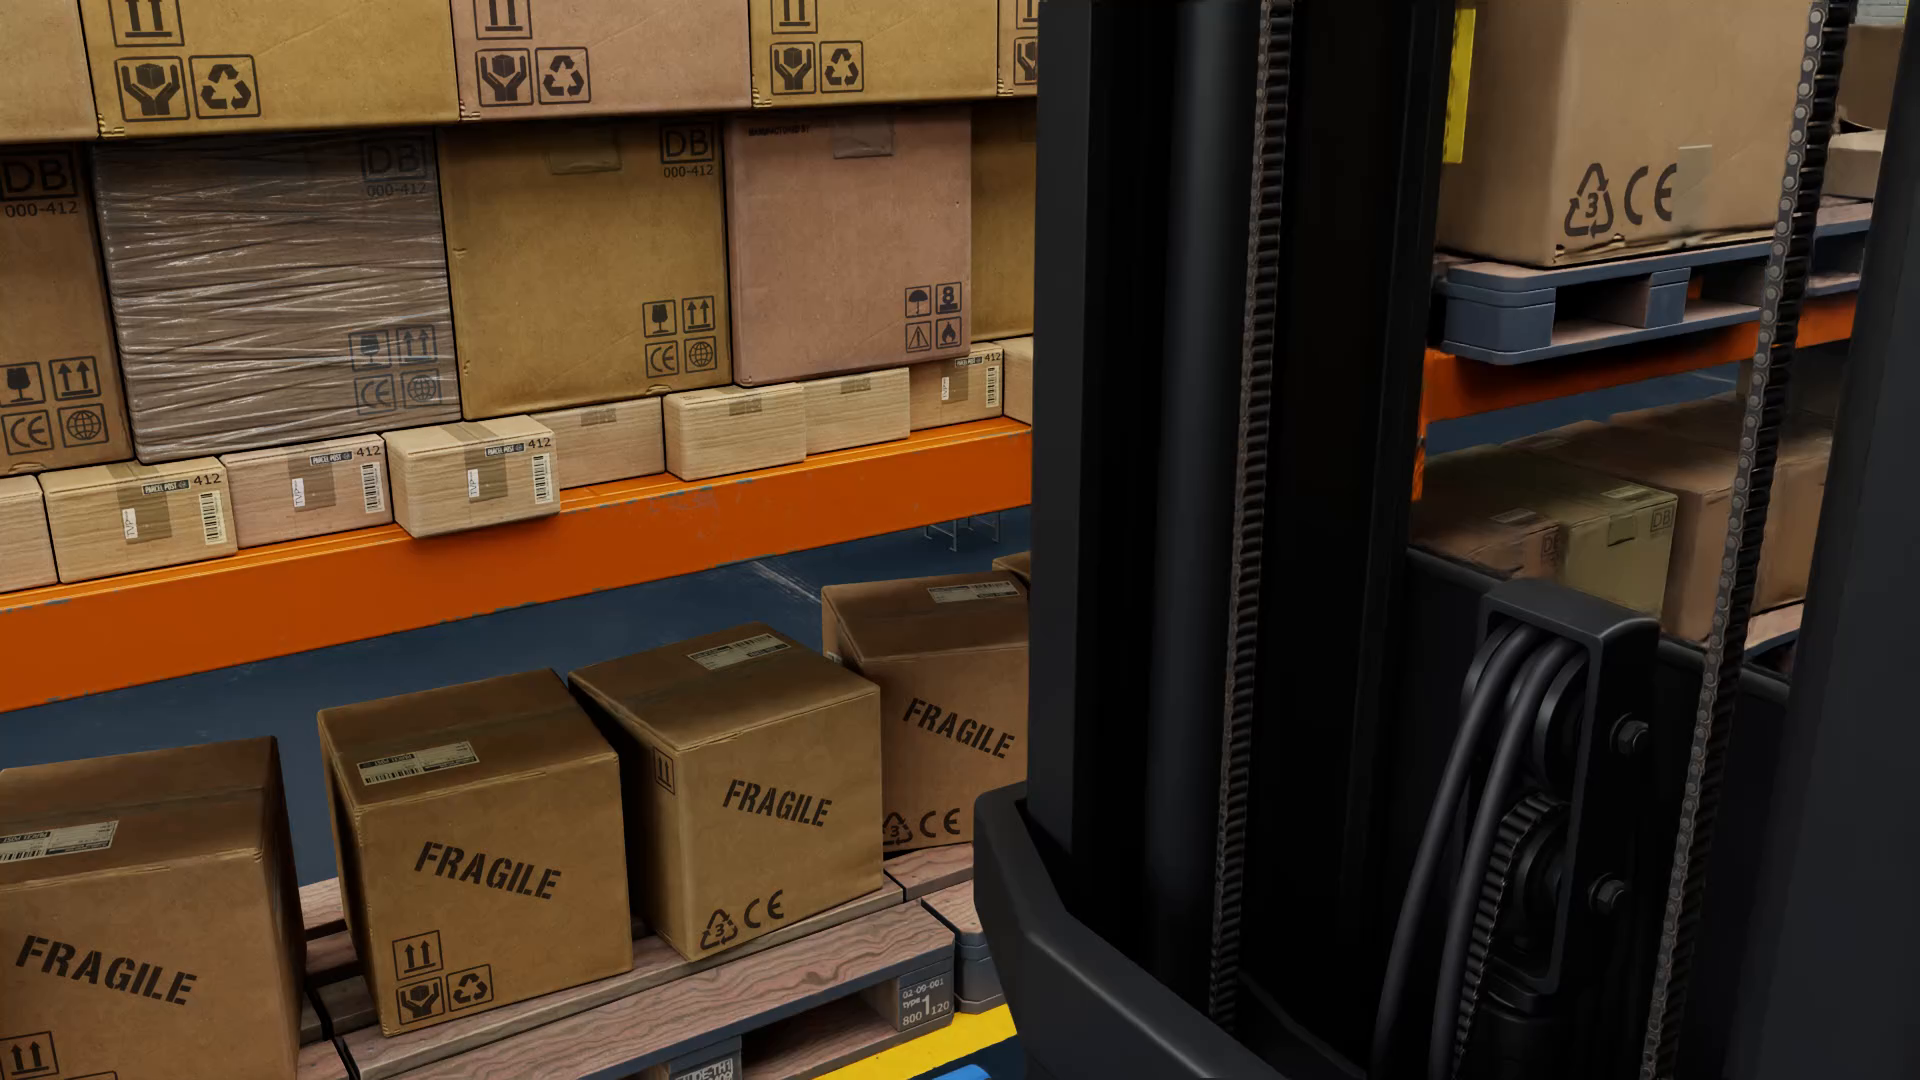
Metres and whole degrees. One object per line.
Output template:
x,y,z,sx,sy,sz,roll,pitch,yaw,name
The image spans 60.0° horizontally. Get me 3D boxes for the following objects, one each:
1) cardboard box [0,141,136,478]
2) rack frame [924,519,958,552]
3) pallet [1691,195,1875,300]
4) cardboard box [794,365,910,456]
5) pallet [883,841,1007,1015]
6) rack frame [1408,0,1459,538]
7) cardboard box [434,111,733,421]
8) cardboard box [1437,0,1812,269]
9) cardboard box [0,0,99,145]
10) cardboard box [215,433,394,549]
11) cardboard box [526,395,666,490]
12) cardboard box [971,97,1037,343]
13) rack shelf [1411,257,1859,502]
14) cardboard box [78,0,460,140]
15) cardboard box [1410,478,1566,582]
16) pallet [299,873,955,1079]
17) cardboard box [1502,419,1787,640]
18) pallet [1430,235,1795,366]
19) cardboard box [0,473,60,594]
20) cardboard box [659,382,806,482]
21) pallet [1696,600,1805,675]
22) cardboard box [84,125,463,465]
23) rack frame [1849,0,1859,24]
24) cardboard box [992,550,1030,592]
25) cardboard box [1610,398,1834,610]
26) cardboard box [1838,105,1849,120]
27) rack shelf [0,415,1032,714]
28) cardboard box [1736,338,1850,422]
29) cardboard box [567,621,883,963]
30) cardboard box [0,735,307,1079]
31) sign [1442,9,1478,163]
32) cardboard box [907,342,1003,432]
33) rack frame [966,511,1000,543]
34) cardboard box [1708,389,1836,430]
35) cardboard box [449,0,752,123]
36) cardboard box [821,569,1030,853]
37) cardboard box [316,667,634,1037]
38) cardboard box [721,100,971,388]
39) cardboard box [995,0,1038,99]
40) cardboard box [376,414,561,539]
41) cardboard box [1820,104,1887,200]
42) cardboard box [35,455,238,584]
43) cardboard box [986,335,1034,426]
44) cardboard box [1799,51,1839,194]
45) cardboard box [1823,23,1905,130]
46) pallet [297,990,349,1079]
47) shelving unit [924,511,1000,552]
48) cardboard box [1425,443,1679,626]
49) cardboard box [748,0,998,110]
-1.729,-0.434,2.723,0.500,0.500,0.875,-12,22,-31,cardboard box
-0.078,-0.410,6.552,0.006,0.900,0.240,-12,22,-31,rack frame
2.495,-0.994,5.301,1.213,0.211,1.003,-12,22,-31,pallet
-0.304,-0.298,3.334,0.250,0.149,0.380,-12,22,-31,cardboard box
0.244,0.709,4.319,1.213,0.211,1.003,-12,22,-31,pallet
0.786,-0.740,4.250,0.127,3.000,1.000,-12,22,-31,rack frame
-0.864,-0.595,3.201,0.500,0.500,0.875,-12,22,-31,cardboard box
1.526,-1.326,4.390,1.000,1.000,1.000,-12,22,-31,cardboard box
-1.524,-0.808,2.268,0.500,0.500,0.500,-12,22,-31,cardboard box
-1.146,-0.125,2.823,0.250,0.149,0.380,-12,22,-31,cardboard box
-0.744,-0.221,3.106,0.250,0.149,0.380,-12,22,-31,cardboard box
-0.061,-0.787,3.769,0.500,0.500,0.875,-12,22,-31,cardboard box
2.456,-0.752,5.408,4.000,0.370,1.077,-12,22,-31,rack shelf
-1.108,-0.896,2.530,0.500,0.500,0.500,-12,22,-31,cardboard box
1.310,0.133,4.883,0.500,0.500,0.700,-14,23,-36,cardboard box
-0.776,0.925,3.680,1.213,0.211,1.003,-12,22,-31,pallet
2.186,-0.044,5.409,0.500,0.500,0.700,-14,23,-36,cardboard box
1.504,-0.745,4.564,1.213,0.211,1.003,-12,22,-31,pallet
-1.552,-0.031,2.547,0.250,0.149,0.380,-12,22,-31,cardboard box
-0.493,-0.244,3.176,0.250,0.149,0.380,-12,22,-31,cardboard box
2.455,0.227,5.743,1.213,0.211,1.003,-12,22,-31,pallet
-1.288,-0.510,2.949,0.500,0.500,0.875,-12,22,-31,cardboard box
8.084,-4.179,14.421,0.127,3.000,1.000,-12,22,-31,rack frame
0.429,0.305,4.407,0.500,0.500,0.500,-13,22,-33,cardboard box
2.652,-0.143,5.699,0.500,0.500,0.700,-10,21,-27,cardboard box
2.600,-1.339,5.600,0.500,0.250,0.500,-13,22,-33,cardboard box
-0.885,-0.047,3.324,4.000,0.370,1.077,-12,22,-31,rack shelf
3.146,-0.602,5.887,0.500,0.250,0.500,-9,21,-25,cardboard box
-0.520,0.538,3.717,0.500,0.500,0.500,-14,23,-36,cardboard box
-1.544,0.730,3.150,0.500,0.500,0.500,-6,20,-17,cardboard box
1.090,-1.006,3.686,0.005,0.325,0.100,-12,22,-31,sign
-0.117,-0.353,3.496,0.250,0.149,0.380,-12,22,-31,cardboard box
0.092,-0.446,6.658,0.006,0.900,0.240,-12,22,-31,rack frame
3.121,-0.244,6.000,0.500,0.500,0.700,-14,23,-36,cardboard box
-0.693,-0.986,2.795,0.500,0.500,0.500,-12,22,-31,cardboard box
-0.045,0.408,4.102,0.500,0.500,0.500,-5,19,-14,cardboard box
-1.011,0.624,3.461,0.500,0.500,0.500,-10,21,-26,cardboard box
-0.423,-0.672,3.428,0.500,0.500,0.875,-12,22,-31,cardboard box
0.144,-1.161,3.313,0.500,0.500,0.500,-12,22,-31,cardboard box
-0.880,-0.141,2.871,0.250,0.149,0.380,-12,22,-31,cardboard box
2.882,-1.214,5.206,0.258,0.266,0.396,-13,22,-33,cardboard box
-1.340,-0.074,2.671,0.250,0.149,0.380,-12,22,-31,cardboard box
0.164,-0.361,3.522,0.250,0.149,0.380,-12,22,-31,cardboard box
2.183,-1.318,5.143,0.637,0.503,0.797,-9,21,-26,cardboard box
3.286,-1.460,5.568,0.500,0.500,0.700,-8,20,-23,cardboard box
-1.794,1.138,3.048,1.213,0.211,1.003,-12,22,-31,pallet
0.007,-0.428,6.605,0.210,0.900,0.258,-12,22,-31,shelving unit
1.719,0.054,5.117,0.500,0.500,0.700,-12,22,-32,cardboard box
-0.274,-1.073,3.053,0.500,0.500,0.500,-12,22,-31,cardboard box
